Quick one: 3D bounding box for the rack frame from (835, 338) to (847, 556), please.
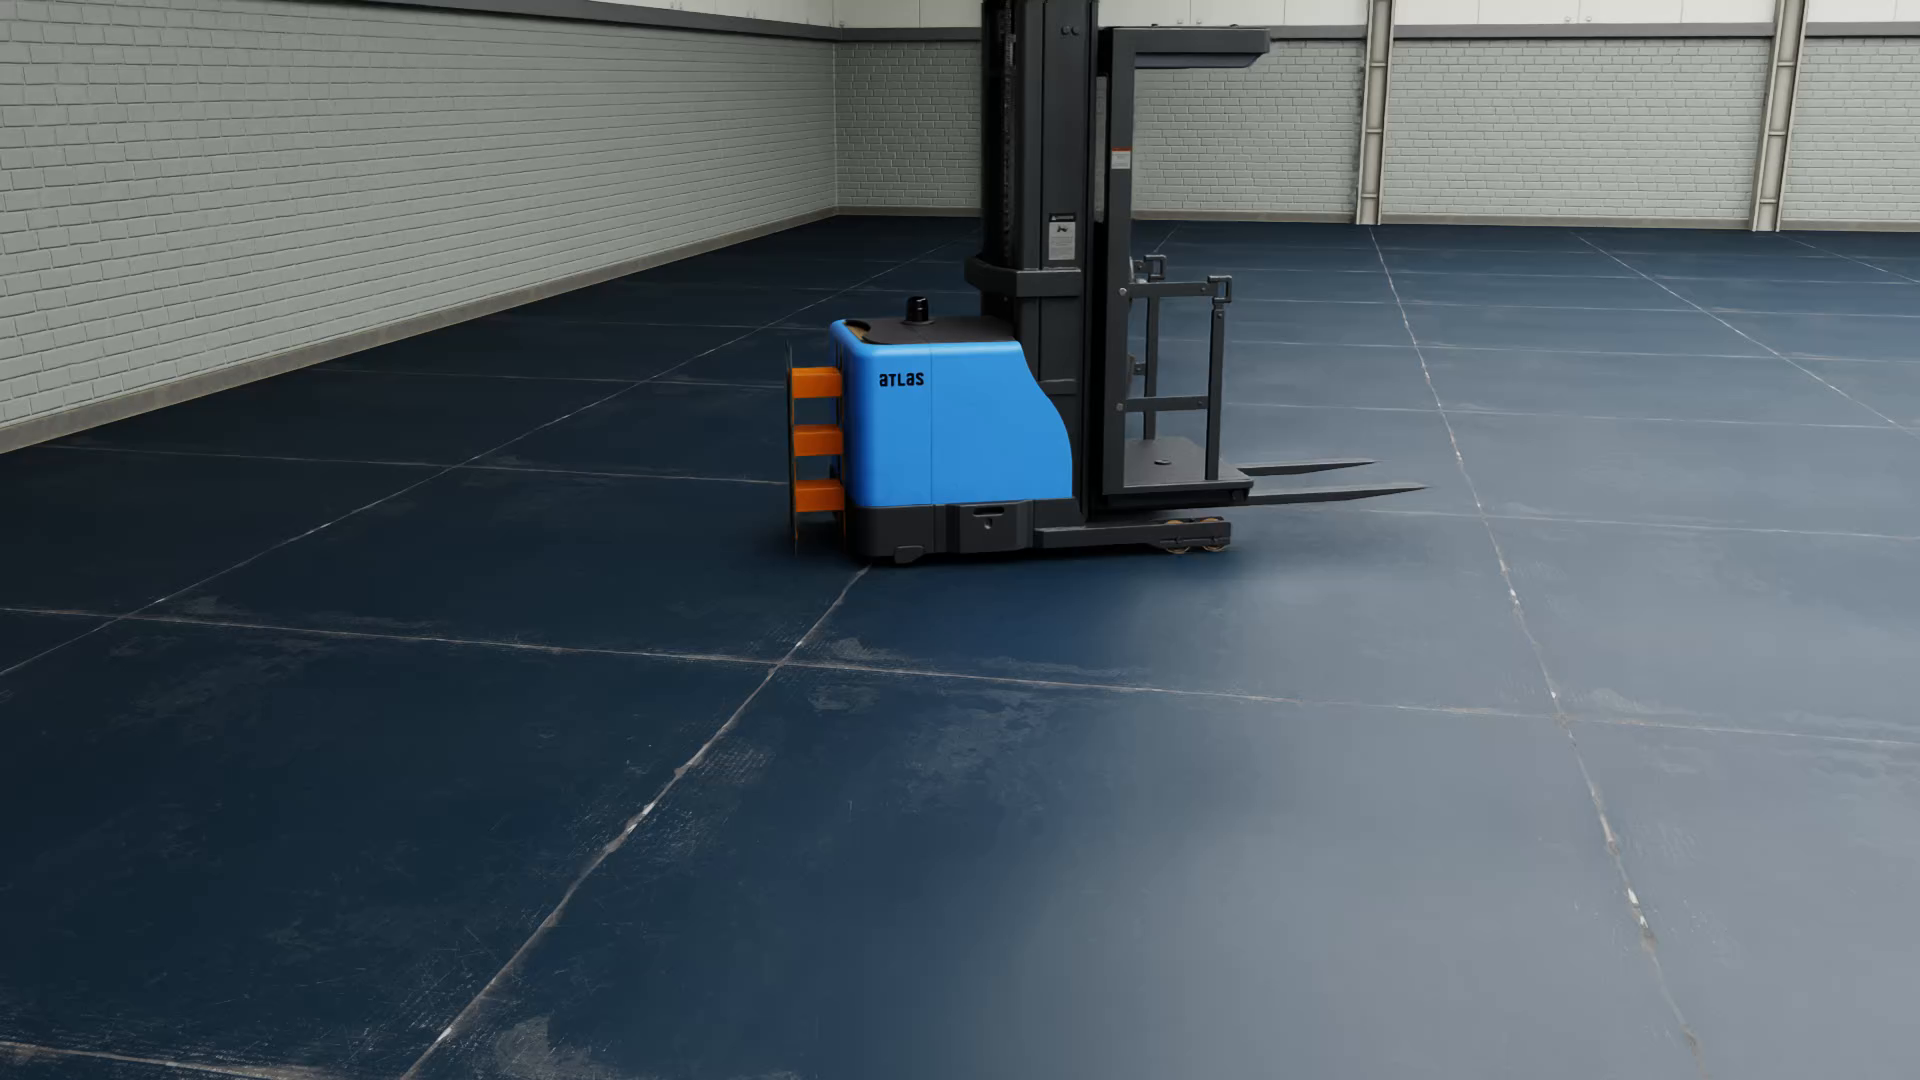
[{"bbox_3d":[-0.583,-0.452,8.157,0.008,1.050,0.200,-3,16,-11],"label":"rack frame"}]

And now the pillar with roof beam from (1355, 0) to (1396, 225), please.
[{"bbox_3d":[5.782,-8.357,21.803,0.400,9.000,9.100,3,16,11],"label":"pillar with roof beam"}]

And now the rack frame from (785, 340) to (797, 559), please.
[{"bbox_3d":[-0.822,-0.439,8.109,0.008,1.050,0.200,-3,16,-11],"label":"rack frame"}]

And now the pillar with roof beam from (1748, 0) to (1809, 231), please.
[{"bbox_3d":[11.662,-8.037,20.650,0.400,9.000,9.100,3,16,11],"label":"pillar with roof beam"}]

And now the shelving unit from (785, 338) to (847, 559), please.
[{"bbox_3d":[-0.703,-0.445,8.133,0.252,1.050,0.215,-3,16,-11],"label":"shelving unit"}]

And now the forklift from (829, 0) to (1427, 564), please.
[{"bbox_3d":[0.882,-1.477,8.335,3.031,2.935,1.130,-3,16,-11],"label":"forklift"}]

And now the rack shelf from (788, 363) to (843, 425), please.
[{"bbox_3d":[-0.703,-0.709,8.060,0.240,0.259,0.215,-3,16,-11],"label":"rack shelf"}]

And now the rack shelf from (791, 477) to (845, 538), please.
[{"bbox_3d":[-0.703,-0.167,8.210,0.240,0.259,0.215,-3,16,-11],"label":"rack shelf"}]

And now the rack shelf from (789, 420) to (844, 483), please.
[{"bbox_3d":[-0.703,-0.435,8.136,0.240,0.259,0.215,-3,16,-11],"label":"rack shelf"}]
